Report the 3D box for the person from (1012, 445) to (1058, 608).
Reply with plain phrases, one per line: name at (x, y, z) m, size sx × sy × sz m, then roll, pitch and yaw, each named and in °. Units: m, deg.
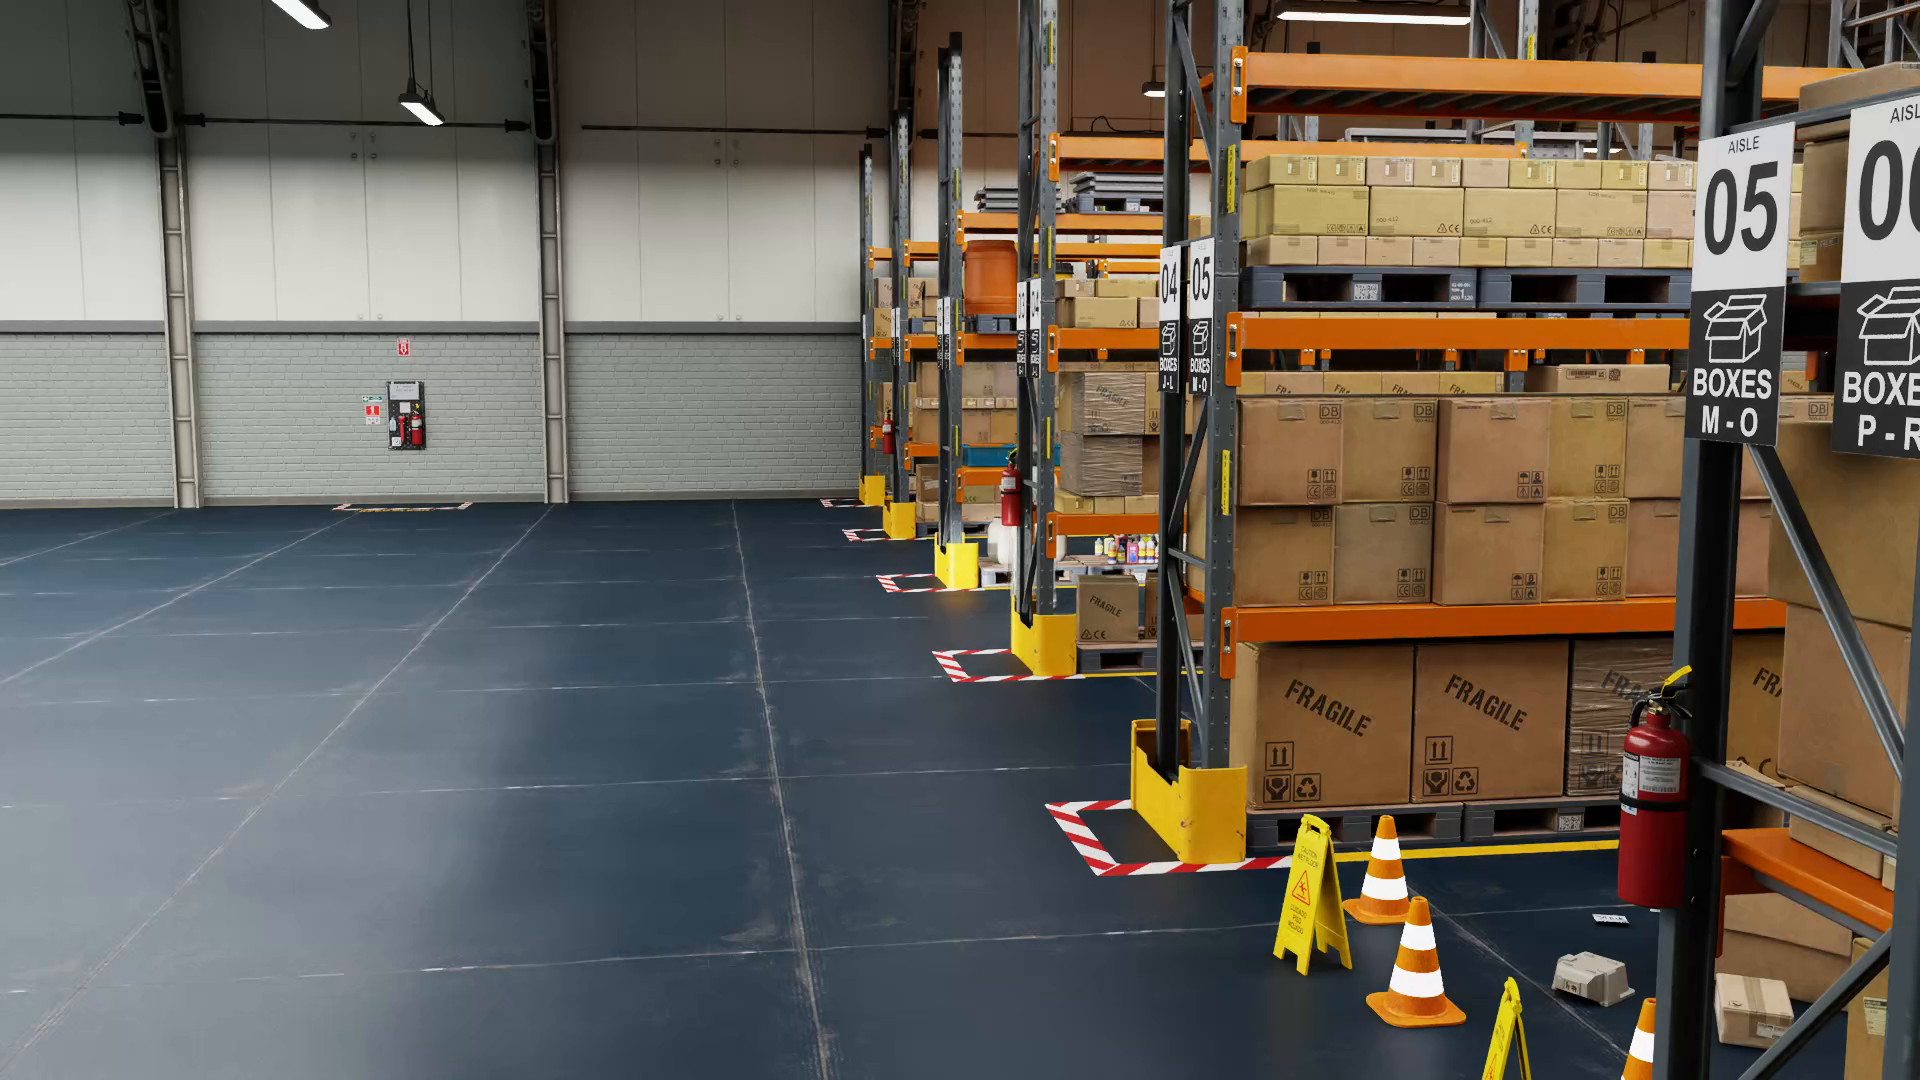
person at (0.770, -0.127, 16.921) m, size 0.516 × 1.663 × 0.367 m, roll -1°, pitch 7°, yaw -11°
